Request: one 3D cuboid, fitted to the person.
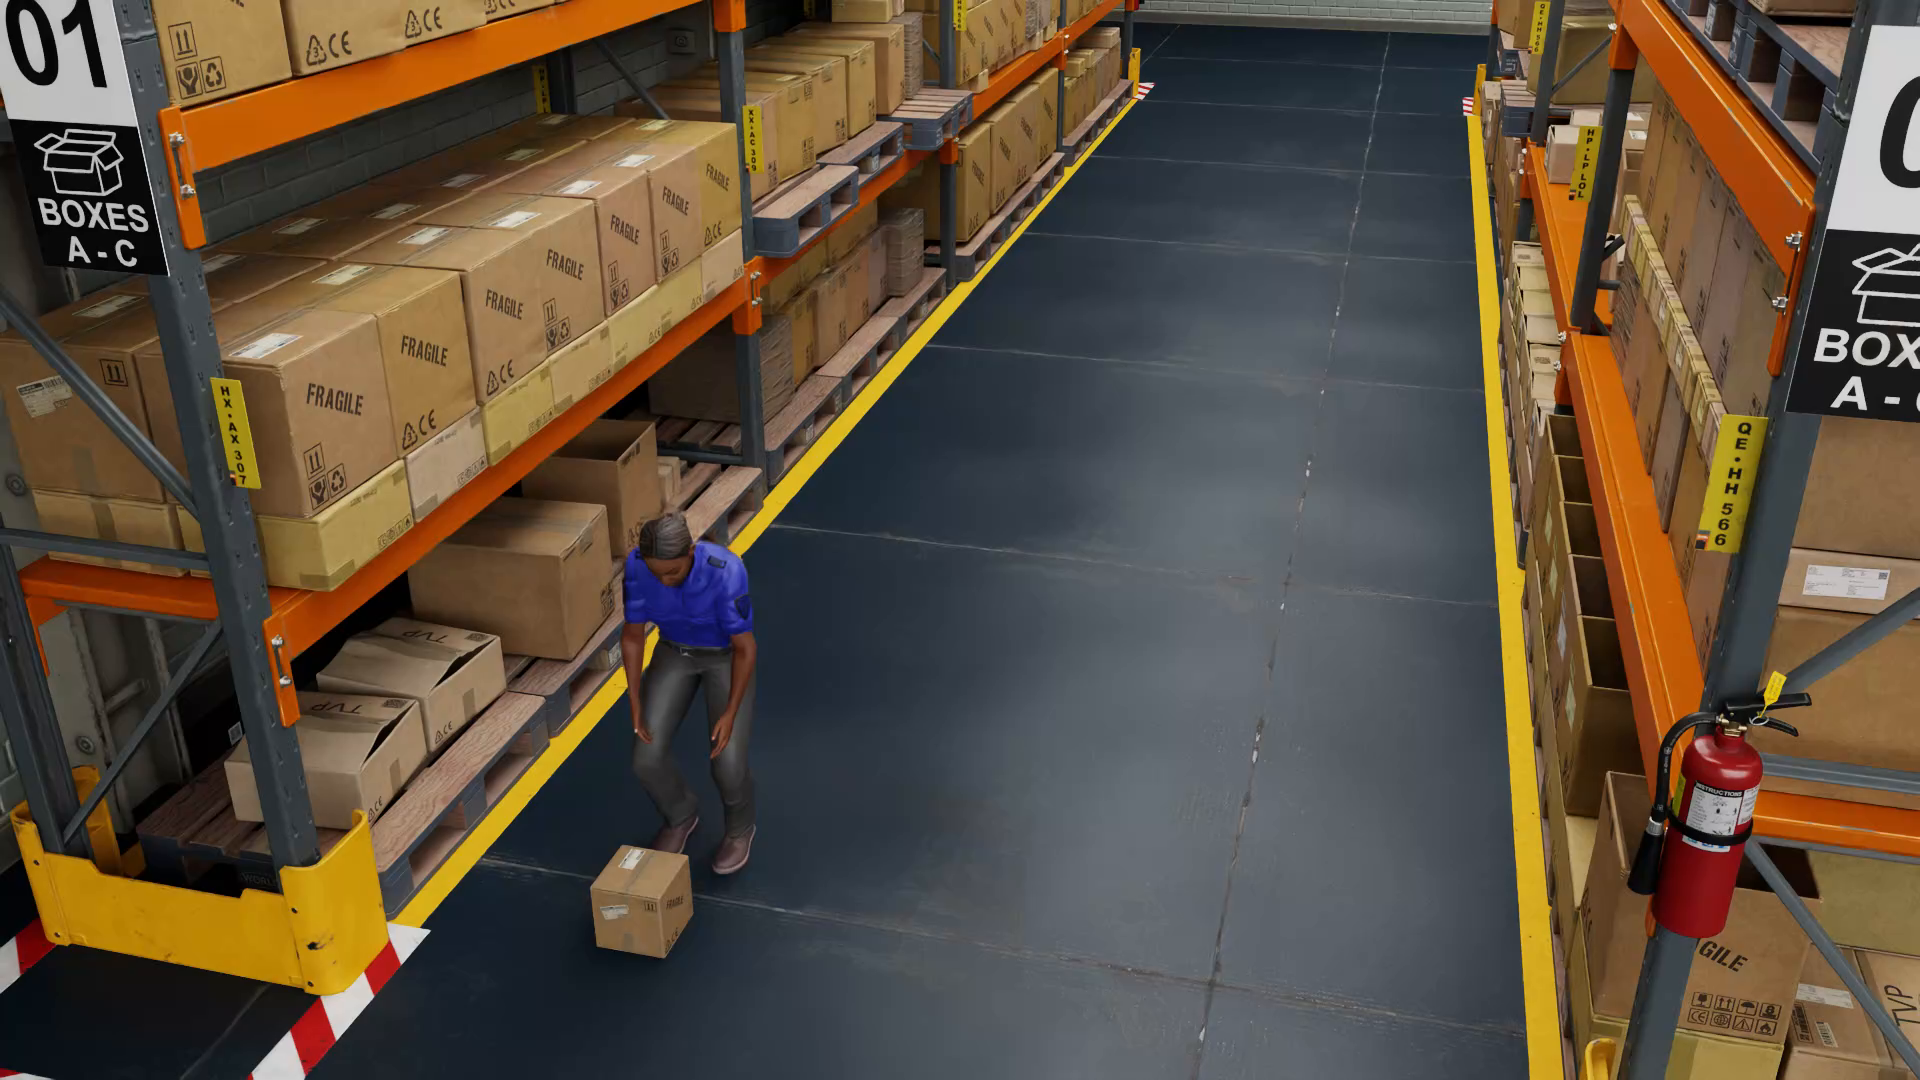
[{"bbox_3d":[-0.913,0.498,5.836,0.492,1.441,0.576,7,26,14],"label":"person"}]
